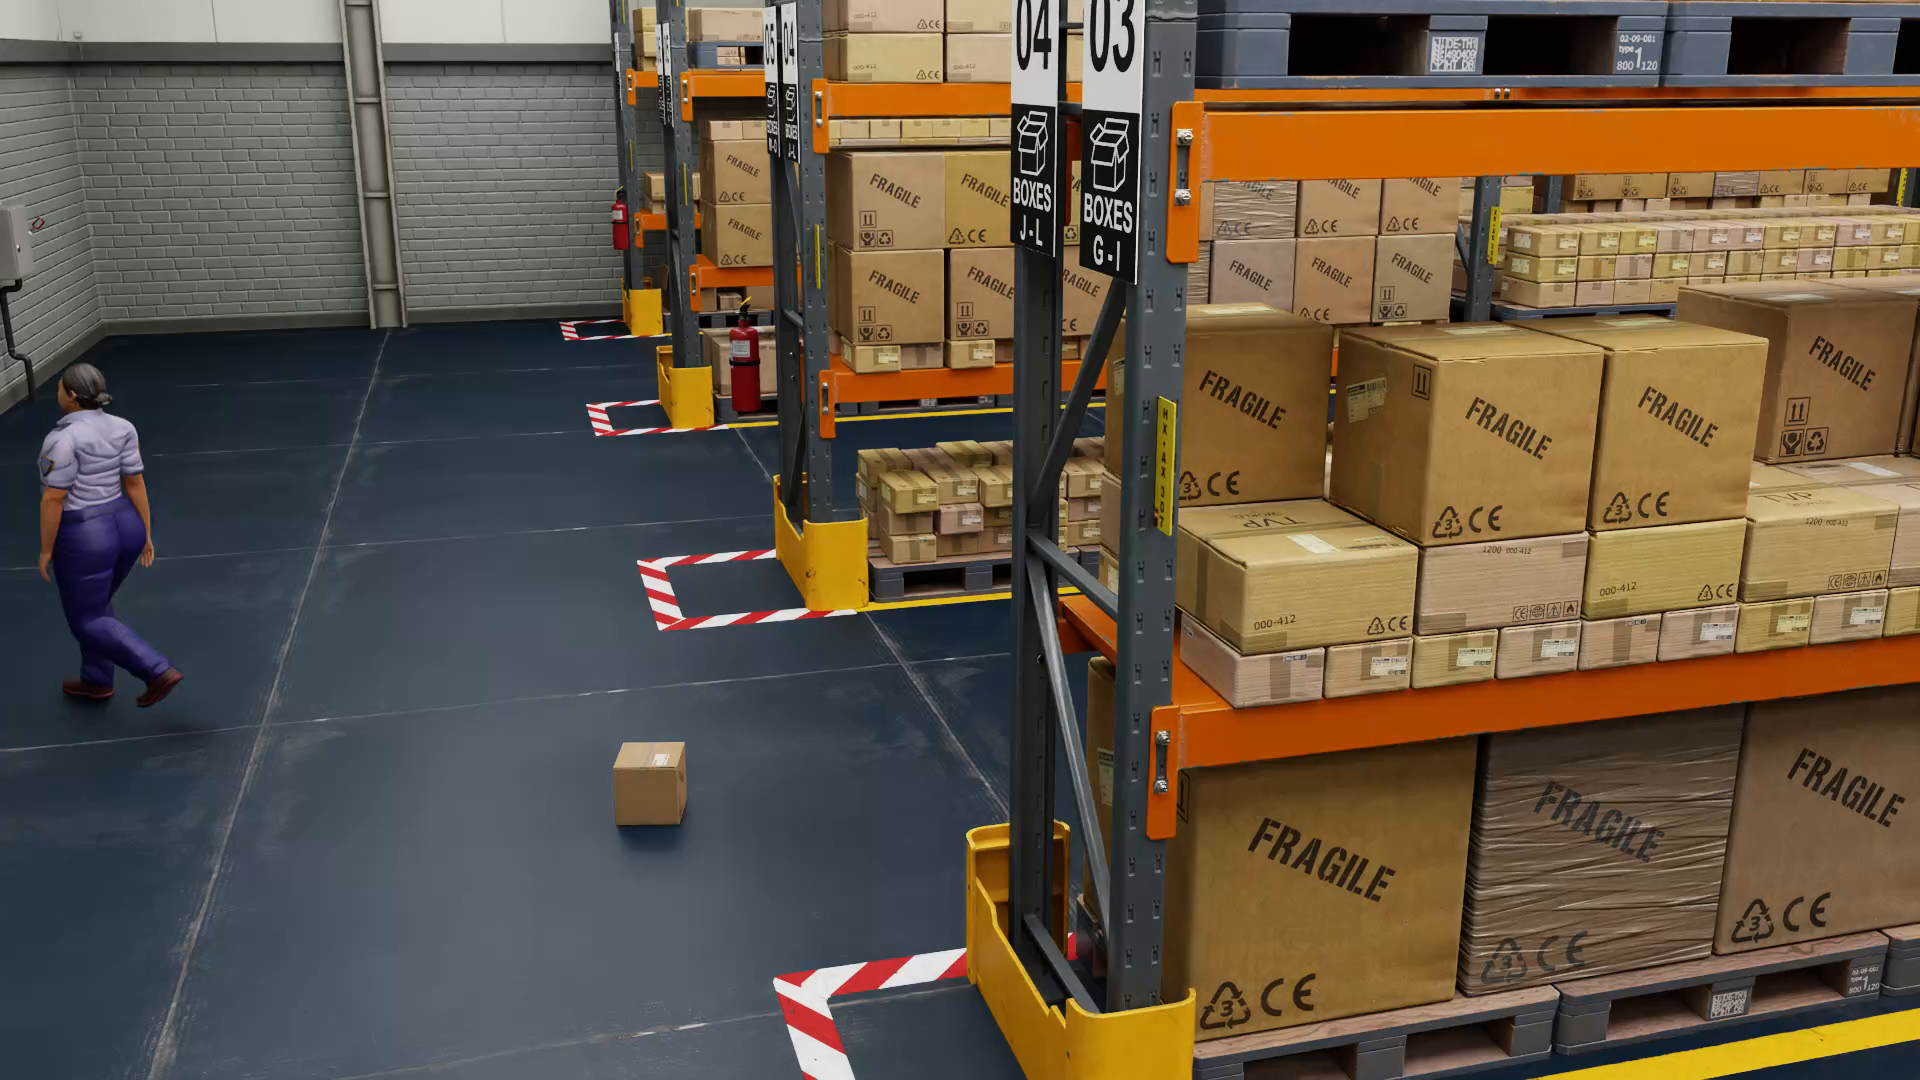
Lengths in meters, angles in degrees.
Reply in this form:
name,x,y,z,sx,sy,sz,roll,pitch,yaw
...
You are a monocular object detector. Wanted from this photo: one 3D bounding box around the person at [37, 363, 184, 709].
name,x,y,z,sx,sy,sz,roll,pitch,yaw
person,-3.897,0.002,7.522,0.868,1.608,0.485,5,17,17
